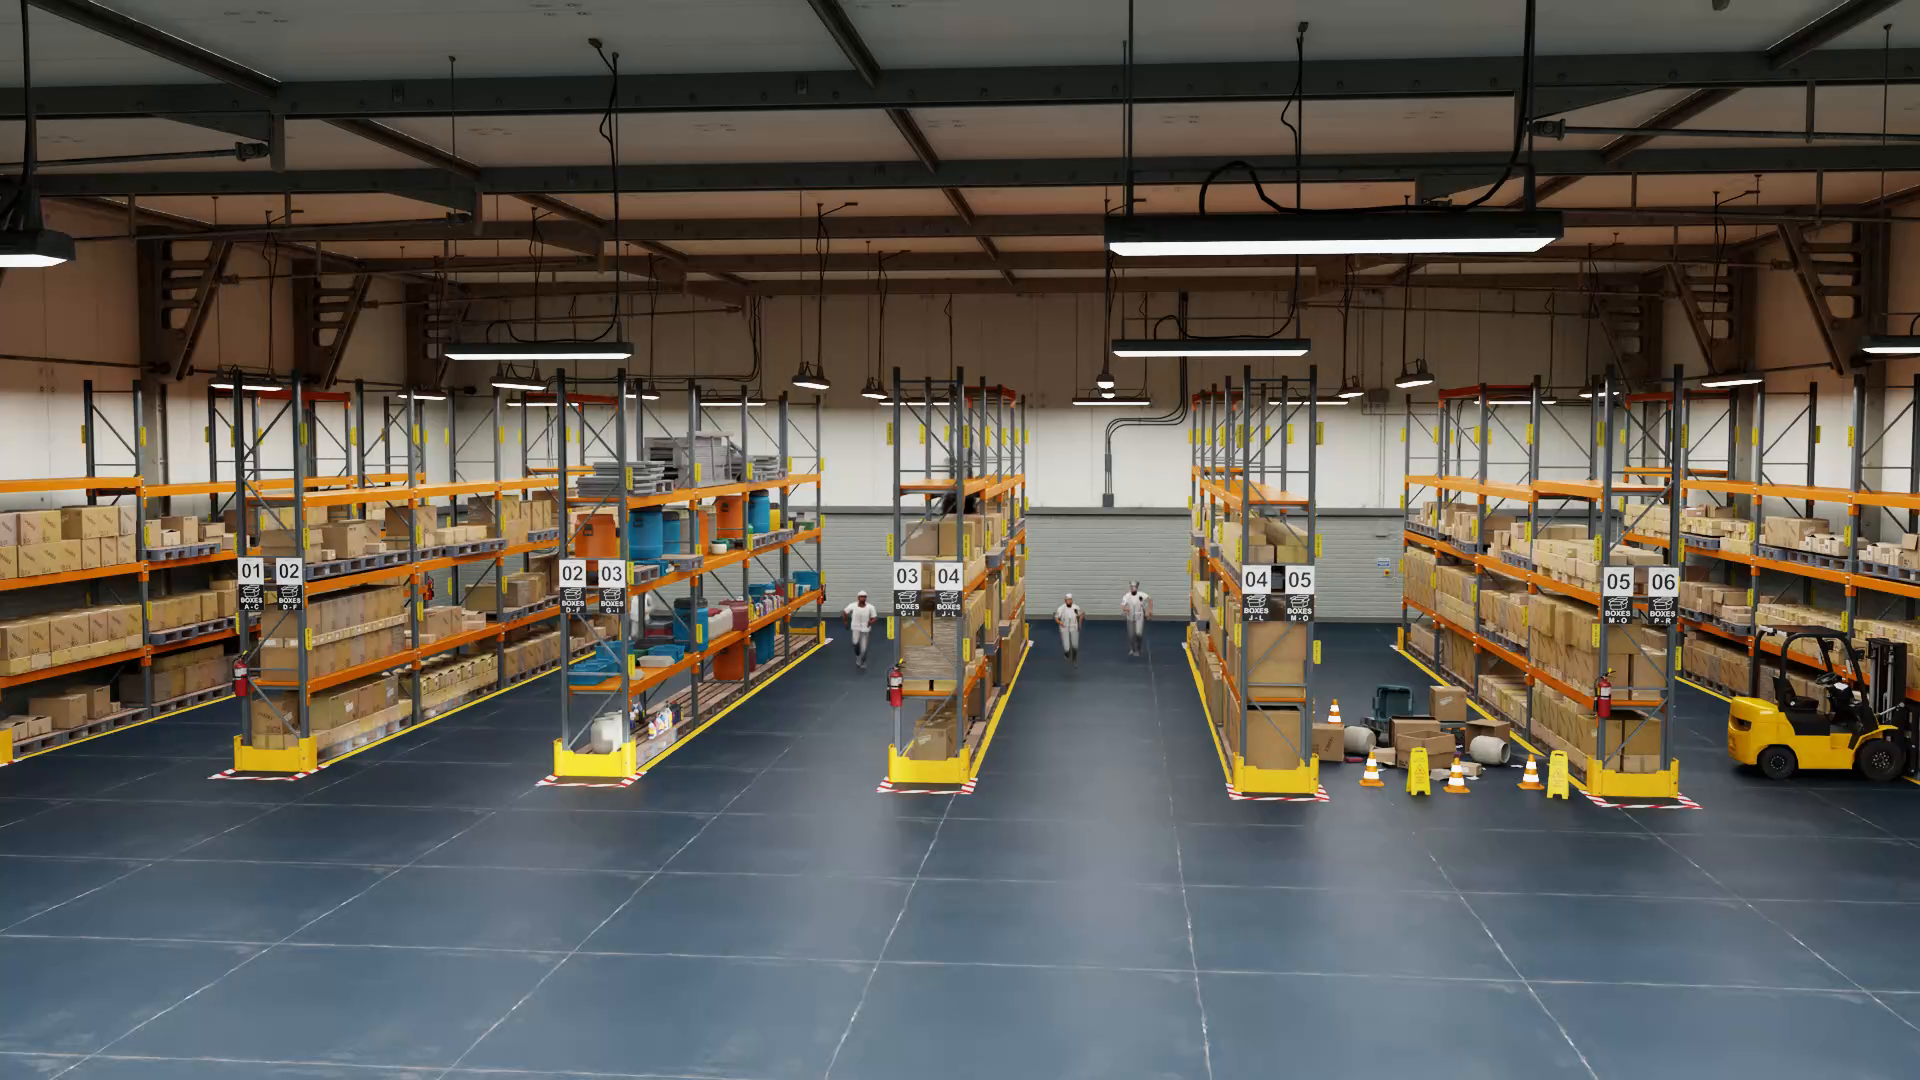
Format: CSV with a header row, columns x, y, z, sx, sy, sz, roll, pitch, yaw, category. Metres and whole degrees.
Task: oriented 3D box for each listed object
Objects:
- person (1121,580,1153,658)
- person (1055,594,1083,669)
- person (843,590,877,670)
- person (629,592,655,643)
x,y,z,sx,sy,sz,roll,pitch,yaw,category
3.978,1.783,37.565,0.681,1.761,0.859,1,4,16,person
2.282,1.905,34.832,0.600,1.579,0.660,0,4,4,person
-2.109,1.923,35.233,0.710,1.716,0.773,0,4,-8,person
-7.175,1.821,37.287,0.666,1.820,0.714,0,4,-2,person
